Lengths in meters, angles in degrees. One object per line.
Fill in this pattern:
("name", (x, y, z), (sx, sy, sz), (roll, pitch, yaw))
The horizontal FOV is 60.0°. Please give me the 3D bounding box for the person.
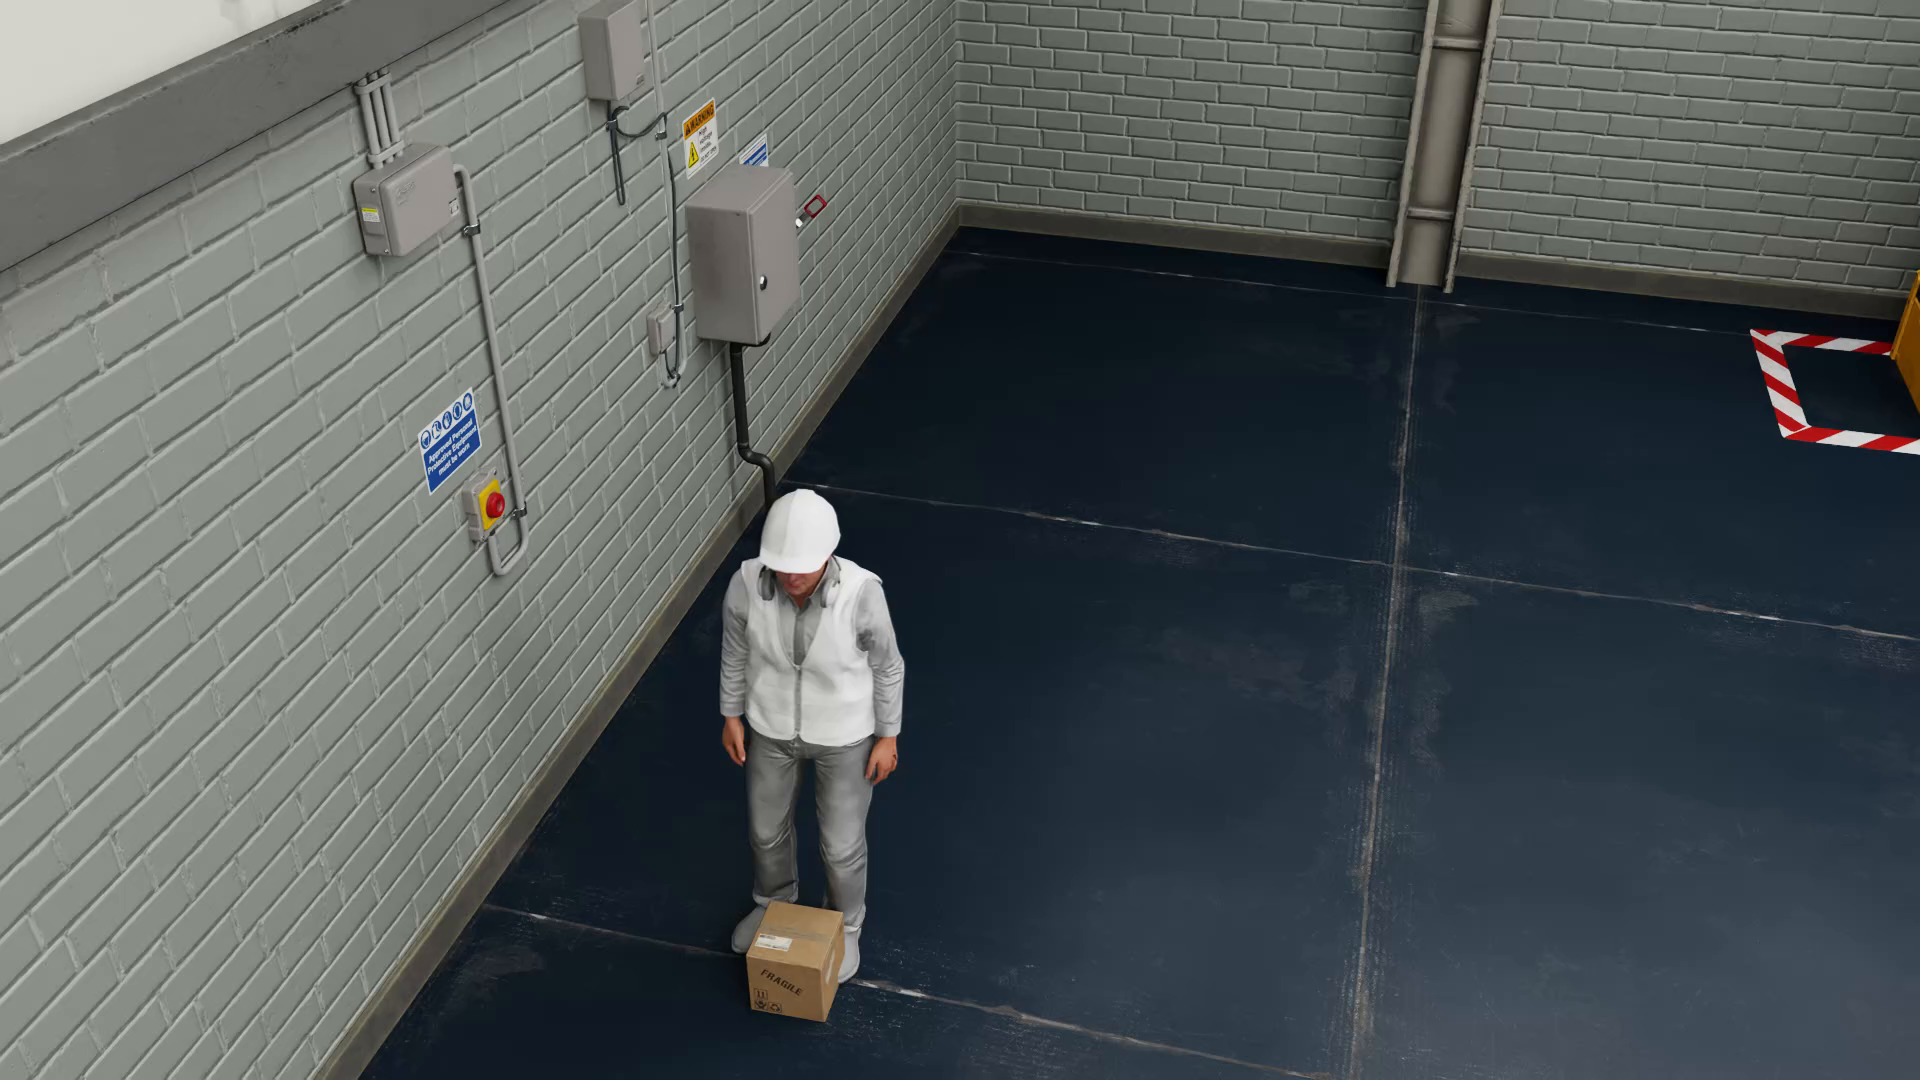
("person", (-0.467, 0.590, 5.193), (0.583, 1.770, 0.475), (6, 33, 10))
